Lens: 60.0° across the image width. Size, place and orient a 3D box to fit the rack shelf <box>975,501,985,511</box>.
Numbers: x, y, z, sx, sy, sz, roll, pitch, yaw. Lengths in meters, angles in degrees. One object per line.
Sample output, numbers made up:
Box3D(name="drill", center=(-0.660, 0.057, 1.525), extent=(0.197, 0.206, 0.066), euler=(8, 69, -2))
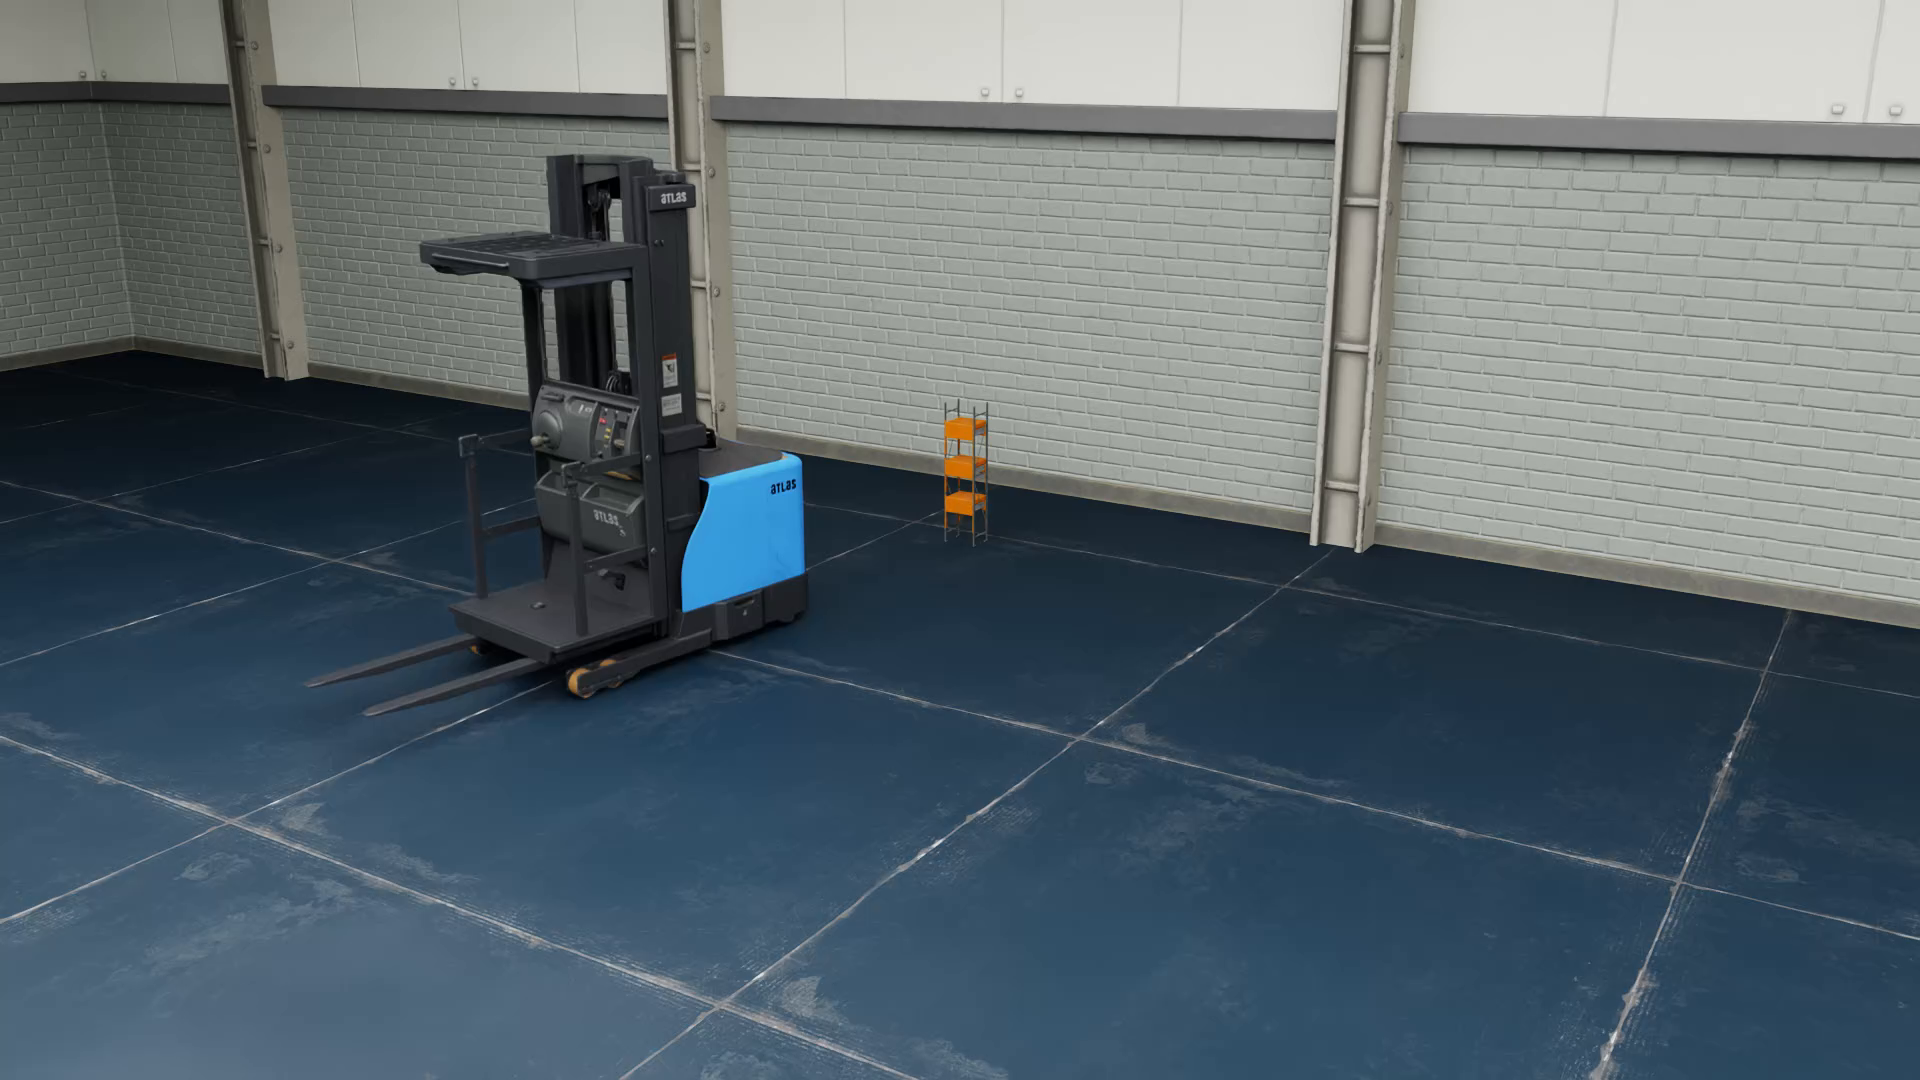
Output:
Box3D(name="rack shelf", center=(0.046, -0.266, 12.271), extent=(0.221, 0.050, 0.166), euler=(10, 20, 30))

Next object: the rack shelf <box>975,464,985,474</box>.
Box3D(name="rack shelf", center=(0.046, -0.532, 12.190), extent=(0.221, 0.050, 0.166), euler=(10, 20, 30))

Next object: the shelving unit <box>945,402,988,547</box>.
Box3D(name="shelving unit", center=(0.047, -0.494, 12.201), extent=(0.249, 1.050, 0.215), euler=(10, 20, 30))

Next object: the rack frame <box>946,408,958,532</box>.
Box3D(name="rack frame", center=(-0.059, -0.513, 12.262), extent=(0.003, 0.915, 0.190), euler=(10, 20, 30))

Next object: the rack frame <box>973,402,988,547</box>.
Box3D(name="rack frame", center=(0.150, -0.476, 12.141), extent=(0.008, 1.050, 0.200), euler=(10, 20, 30))

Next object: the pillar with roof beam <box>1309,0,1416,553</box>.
Box3D(name="pillar with roof beam", center=(0.574, -3.214, 7.479), extent=(0.400, 9.000, 9.100), euler=(10, 20, 30))

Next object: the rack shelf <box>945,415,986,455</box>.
Box3D(name="rack shelf", center=(0.046, -0.756, 12.122), extent=(0.240, 0.259, 0.215), euler=(10, 20, 30))
